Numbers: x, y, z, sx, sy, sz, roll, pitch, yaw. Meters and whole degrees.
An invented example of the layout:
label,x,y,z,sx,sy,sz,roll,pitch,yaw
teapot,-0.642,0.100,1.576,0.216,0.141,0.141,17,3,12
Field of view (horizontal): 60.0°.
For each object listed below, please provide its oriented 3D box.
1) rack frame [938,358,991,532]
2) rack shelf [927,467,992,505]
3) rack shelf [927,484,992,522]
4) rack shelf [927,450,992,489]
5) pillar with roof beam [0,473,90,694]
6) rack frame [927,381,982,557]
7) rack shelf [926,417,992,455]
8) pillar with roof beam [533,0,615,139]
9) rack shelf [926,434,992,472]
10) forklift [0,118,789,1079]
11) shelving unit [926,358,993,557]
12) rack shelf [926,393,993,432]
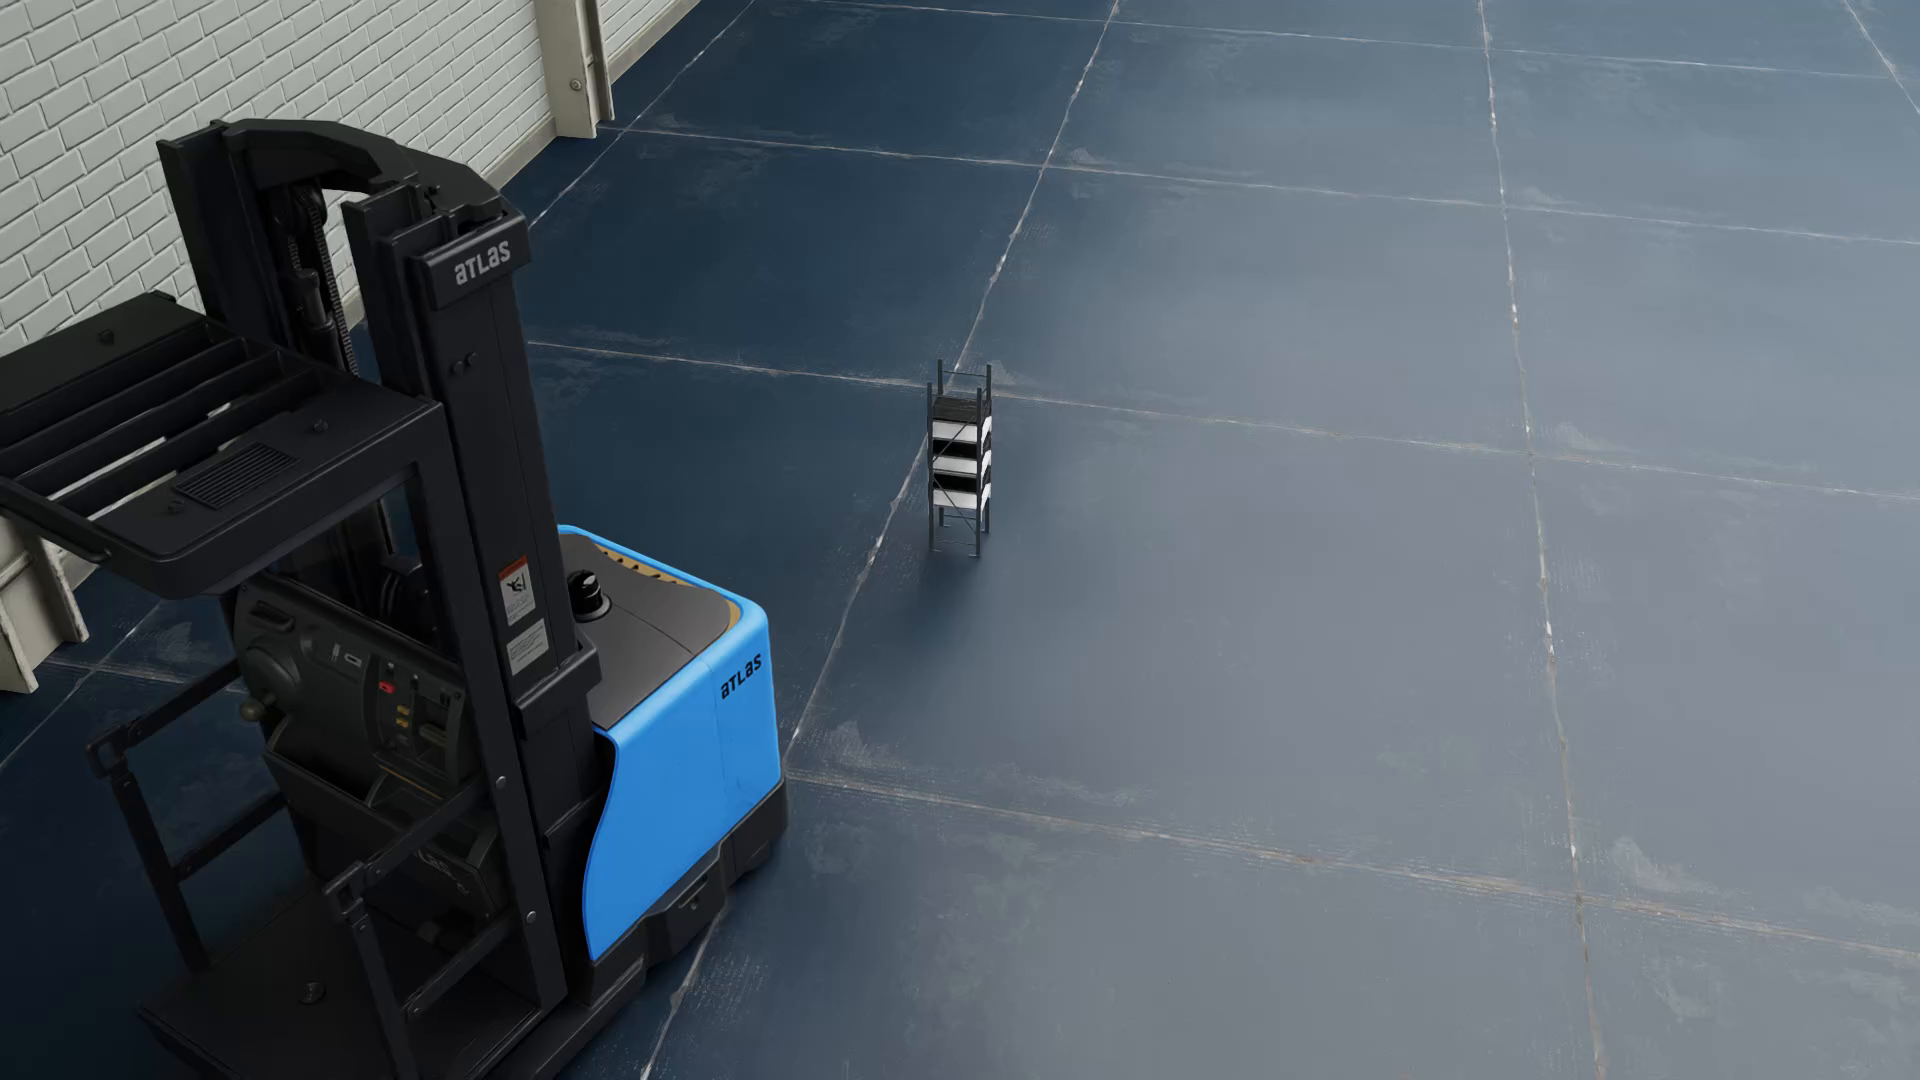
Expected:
label,x,y,z,sx,sy,sz,roll,pitch,yaw
rack frame,0.020,-0.418,7.560,0.240,0.900,0.006,7,37,10
rack shelf,-0.002,-0.260,7.552,0.258,0.077,0.200,7,37,10
rack shelf,-0.002,-0.187,7.605,0.258,0.077,0.200,7,37,10
rack shelf,-0.002,-0.333,7.499,0.258,0.077,0.200,7,37,10
pillar with roof beam,0.256,-2.601,3.670,9.100,9.000,0.400,7,37,10
rack frame,-0.023,-0.301,7.399,0.240,0.900,0.006,7,37,10
rack shelf,-0.002,-0.478,7.393,0.258,0.077,0.200,7,37,10
pillar with roof beam,1.538,-6.040,8.416,9.100,9.000,0.400,7,37,10
rack shelf,-0.002,-0.406,7.446,0.258,0.077,0.200,7,37,10
forklift,-1.853,0.484,4.585,1.130,2.935,3.031,21,41,26
shelving unit,-0.002,-0.360,7.479,0.258,0.900,0.210,7,37,10
rack shelf,-0.002,-0.551,7.341,0.258,0.077,0.200,7,37,10
